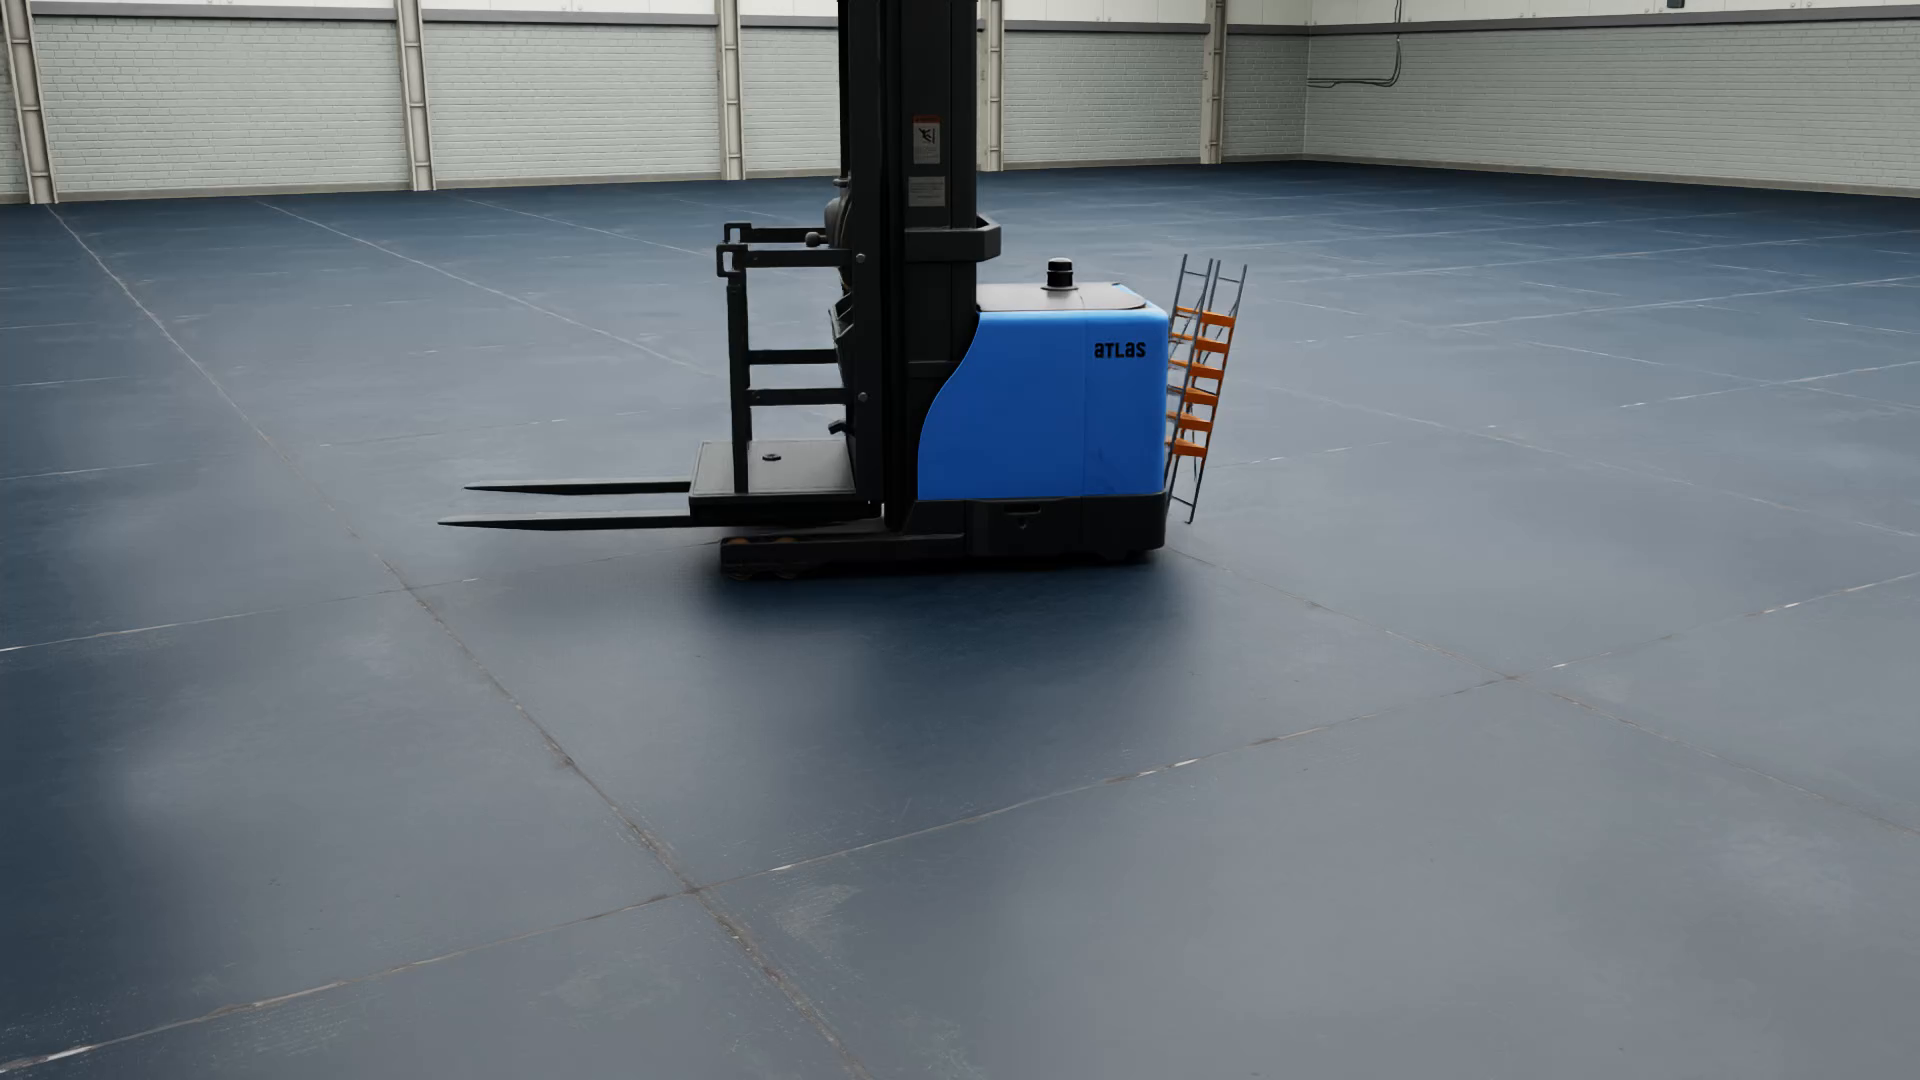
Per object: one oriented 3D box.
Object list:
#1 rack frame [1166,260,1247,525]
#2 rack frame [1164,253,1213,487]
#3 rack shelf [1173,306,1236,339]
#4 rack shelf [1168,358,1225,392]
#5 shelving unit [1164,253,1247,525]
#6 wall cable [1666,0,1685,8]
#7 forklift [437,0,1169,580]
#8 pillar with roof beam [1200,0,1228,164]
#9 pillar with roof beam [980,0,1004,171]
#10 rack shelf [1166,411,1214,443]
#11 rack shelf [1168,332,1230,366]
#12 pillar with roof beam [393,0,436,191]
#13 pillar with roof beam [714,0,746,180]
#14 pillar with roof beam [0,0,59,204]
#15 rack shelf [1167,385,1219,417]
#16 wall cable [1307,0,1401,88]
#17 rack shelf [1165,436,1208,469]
[{"bbox_3d":[1.126,-0.679,7.649,0.006,1.200,0.240,5,12,-25],"label":"rack frame"},{"bbox_3d":[0.962,-0.694,7.570,0.006,1.200,0.240,5,12,-25],"label":"rack frame"},{"bbox_3d":[1.101,-0.991,7.550,0.180,0.103,0.258,5,12,-25],"label":"rack shelf"},{"bbox_3d":[1.057,-0.760,7.595,0.180,0.103,0.258,5,12,-25],"label":"rack shelf"},{"bbox_3d":[1.044,-0.687,7.610,0.189,1.200,0.258,5,12,-25],"label":"shelving unit"},{"bbox_3d":[13.907,-12.639,29.524,0.169,6.003,2.305,-9,18,-30],"label":"wall cable"},{"bbox_3d":[-0.678,-1.399,6.971,3.031,2.935,1.130,-2,16,-6],"label":"forklift"},{"bbox_3d":[8.042,-12.100,33.904,0.400,9.000,9.100,-9,18,-30],"label":"pillar with roof beam"},{"bbox_3d":[2.899,-11.266,30.928,0.400,9.000,9.100,-9,18,-30],"label":"pillar with roof beam"},{"bbox_3d":[1.014,-0.528,7.641,0.180,0.103,0.258,5,12,-25],"label":"rack shelf"},{"bbox_3d":[1.079,-0.875,7.573,0.180,0.103,0.258,5,12,-25],"label":"rack shelf"},{"bbox_3d":[-7.387,-9.598,24.978,0.400,9.000,9.100,-9,18,-30],"label":"pillar with roof beam"},{"bbox_3d":[-2.244,-10.432,27.953,0.400,9.000,9.100,-9,18,-30],"label":"pillar with roof beam"},{"bbox_3d":[-12.531,-8.764,22.002,0.400,9.000,9.100,-9,18,-30],"label":"pillar with roof beam"},{"bbox_3d":[1.036,-0.644,7.618,0.180,0.103,0.258,5,12,-25],"label":"rack shelf"},{"bbox_3d":[9.031,-11.705,38.245,0.112,2.526,3.097,-9,18,-30],"label":"wall cable"},{"bbox_3d":[0.992,-0.412,7.663,0.180,0.103,0.258,5,12,-25],"label":"rack shelf"}]
